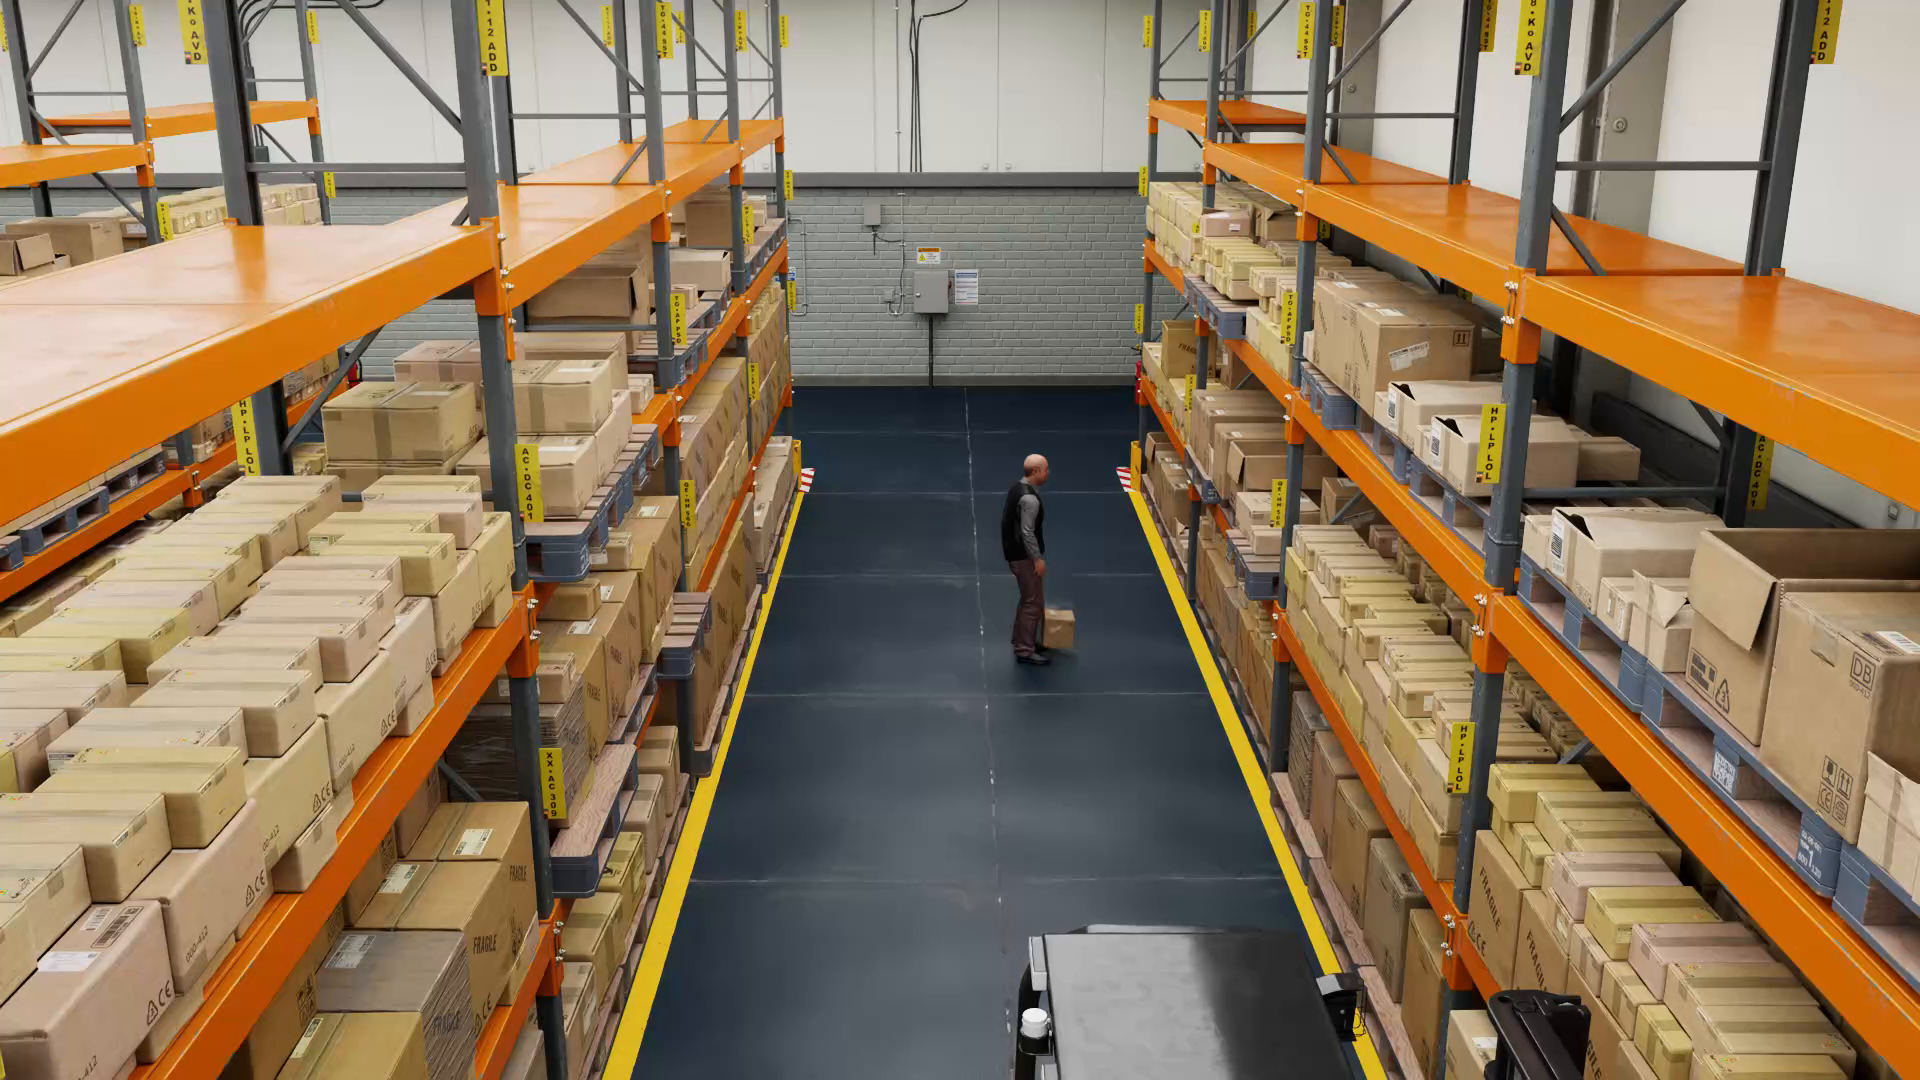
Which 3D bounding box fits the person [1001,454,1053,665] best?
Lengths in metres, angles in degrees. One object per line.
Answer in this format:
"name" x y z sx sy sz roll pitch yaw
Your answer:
"person" 0.549 0.136 13.720 0.423 1.722 0.568 -1 17 -3
